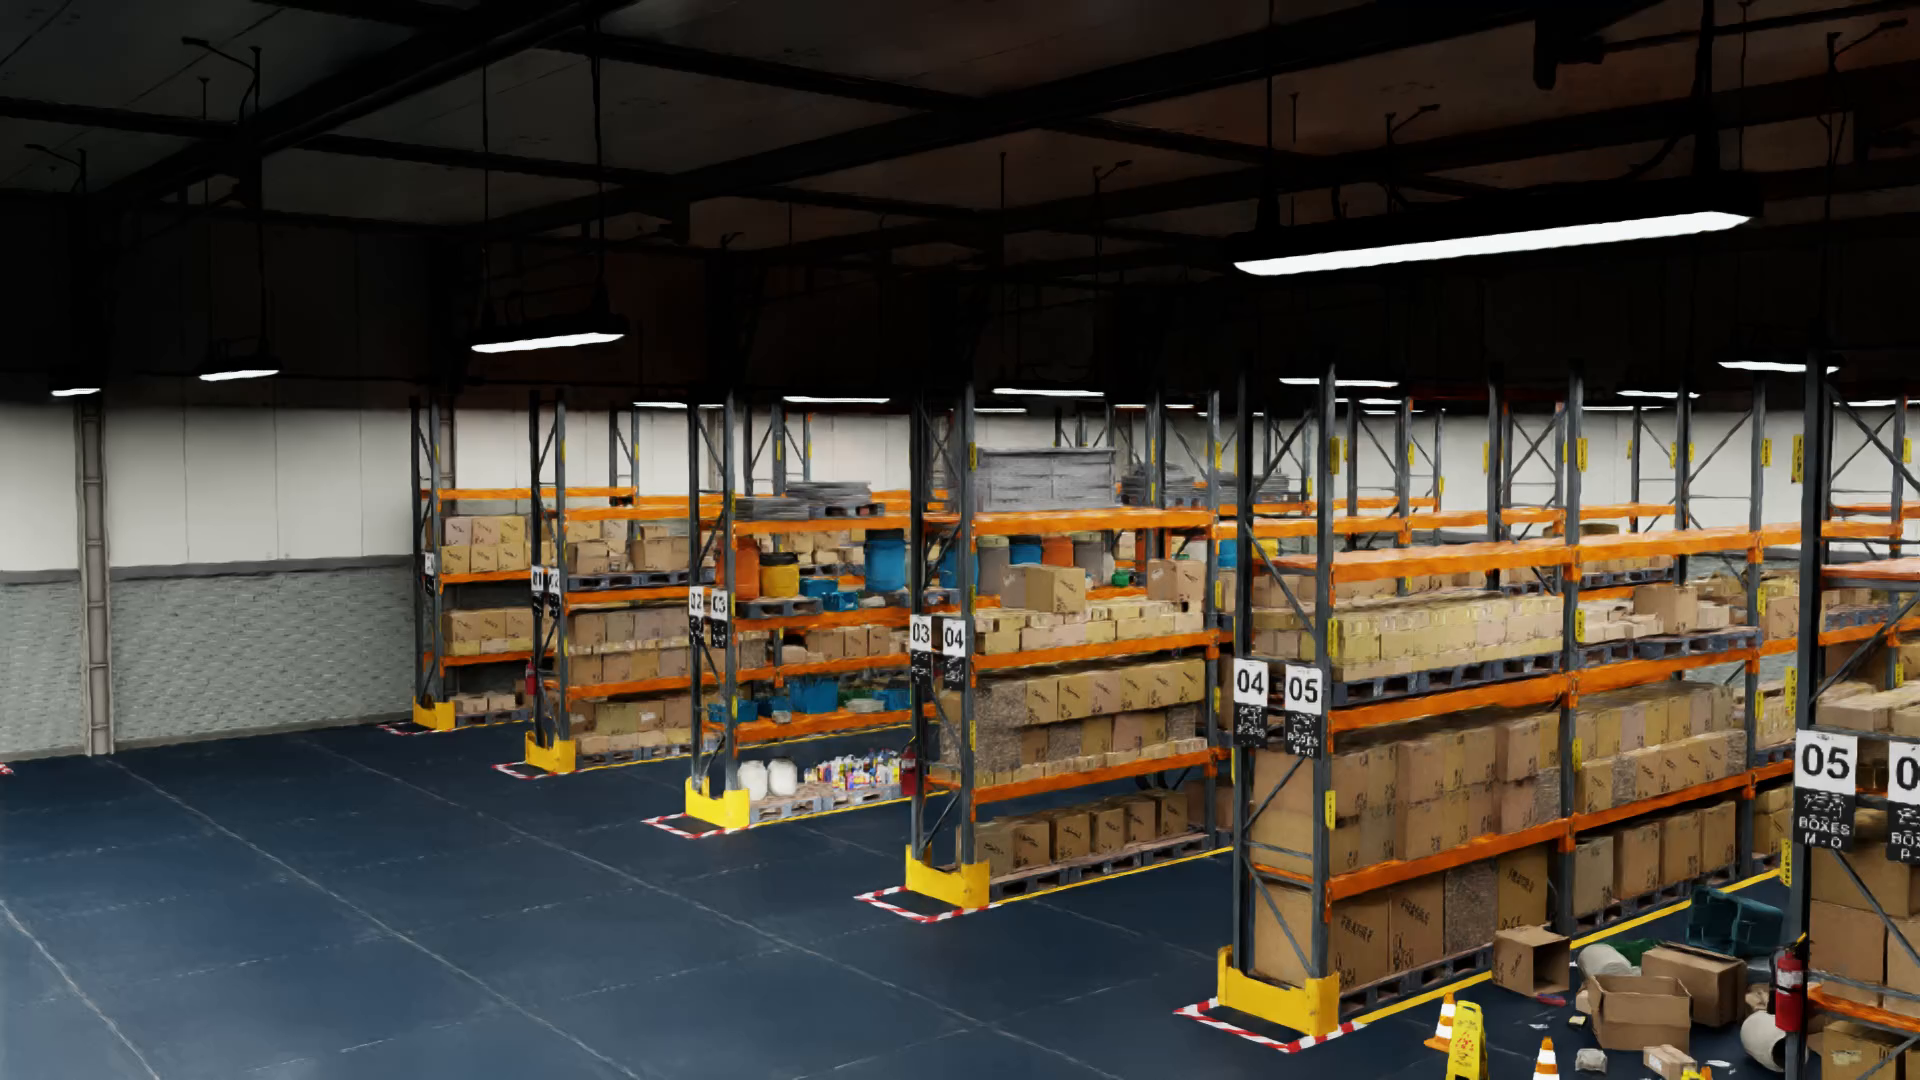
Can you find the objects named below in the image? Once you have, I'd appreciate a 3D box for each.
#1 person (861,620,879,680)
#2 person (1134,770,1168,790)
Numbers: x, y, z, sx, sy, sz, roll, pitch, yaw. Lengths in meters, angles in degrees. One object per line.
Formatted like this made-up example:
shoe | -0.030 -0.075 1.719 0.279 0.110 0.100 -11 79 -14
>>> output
person | -1.956 2.297 34.591 0.483 1.621 0.994 3 5 42
person | 2.701 2.993 23.347 0.513 1.604 0.592 -3 5 -42
